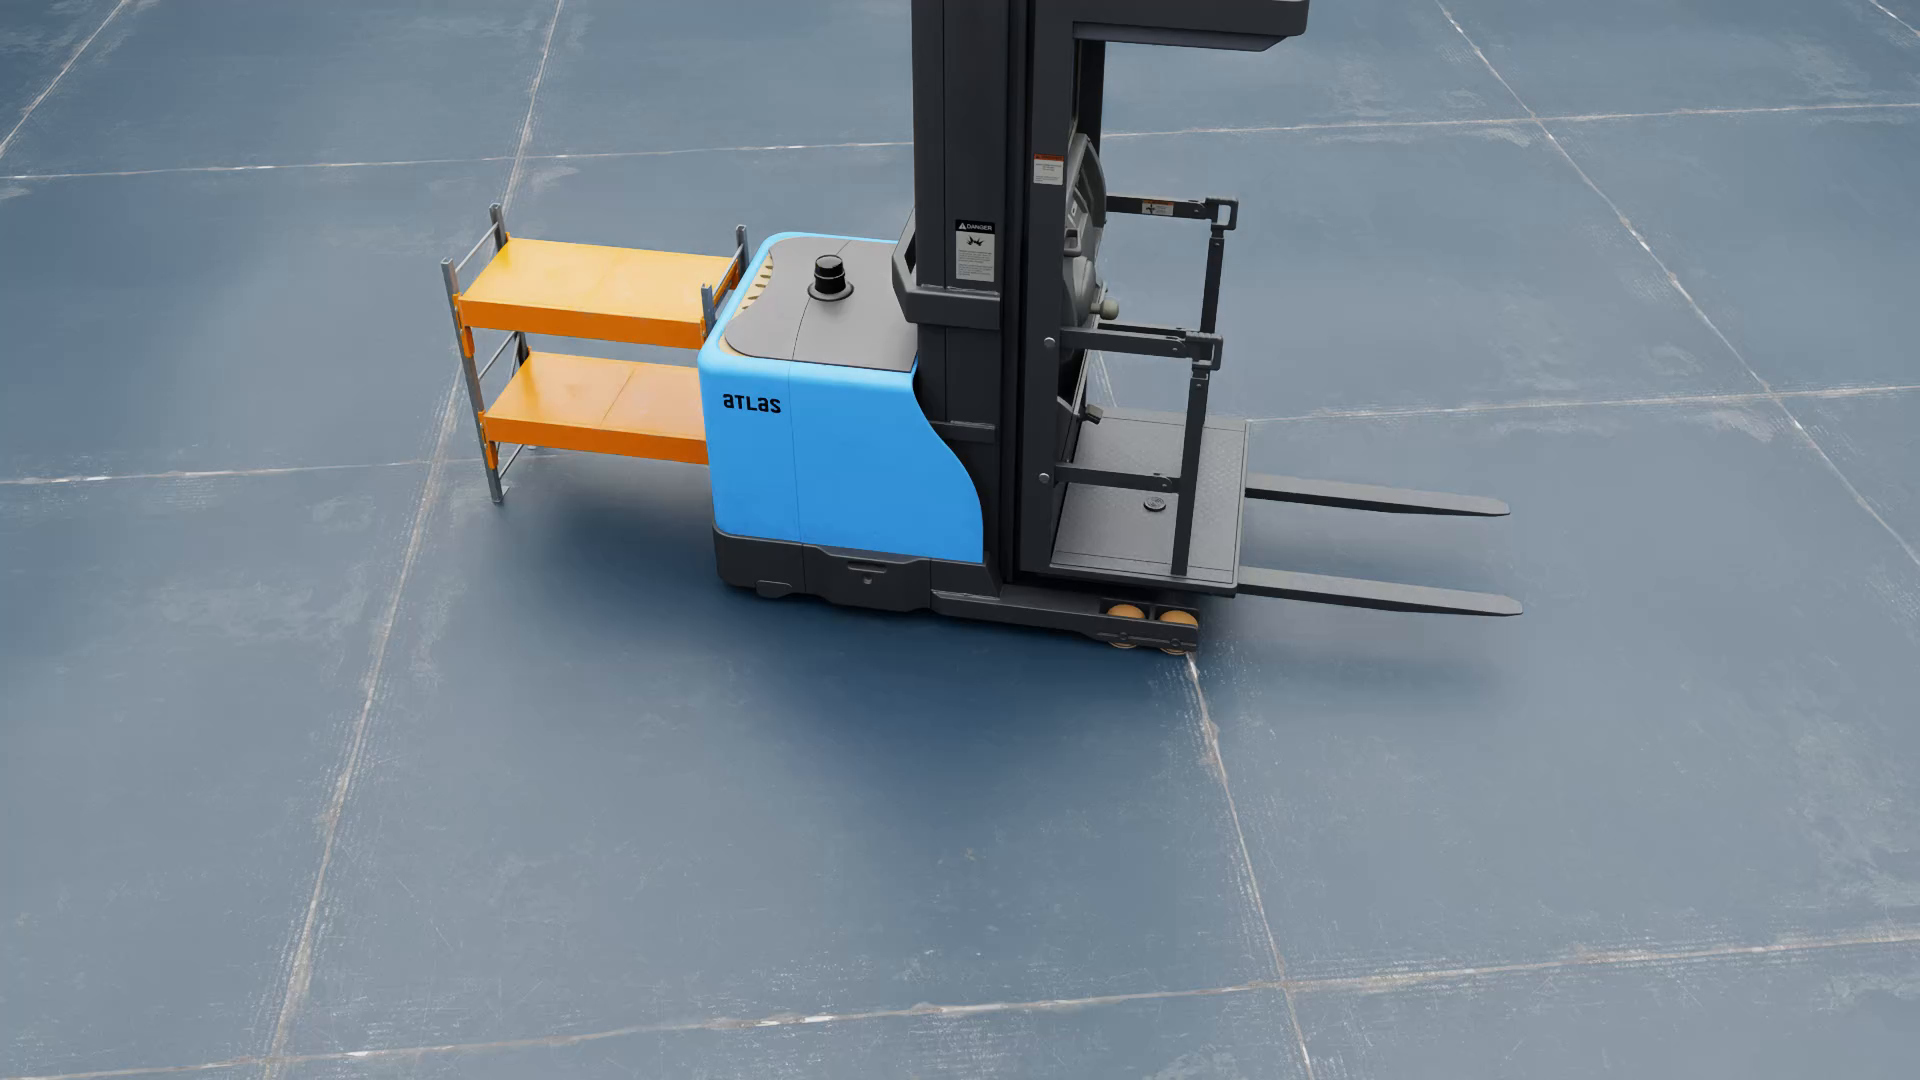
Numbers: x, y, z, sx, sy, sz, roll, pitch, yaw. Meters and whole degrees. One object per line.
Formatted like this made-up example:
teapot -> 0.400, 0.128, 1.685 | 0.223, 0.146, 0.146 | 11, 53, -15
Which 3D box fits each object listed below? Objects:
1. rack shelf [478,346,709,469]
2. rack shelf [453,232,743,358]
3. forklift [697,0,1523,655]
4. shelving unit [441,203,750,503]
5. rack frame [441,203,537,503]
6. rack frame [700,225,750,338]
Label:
rack shelf -> -1.394, -0.501, 6.872 | 1.000, 0.278, 0.538 | 7, 39, 8
rack shelf -> -1.394, -0.923, 6.539 | 1.000, 0.278, 0.538 | 7, 39, 8
forklift -> 0.620, -1.080, 5.753 | 3.031, 2.935, 1.130 | 6, 39, 8
shelving unit -> -1.394, -0.693, 6.720 | 1.048, 1.125, 0.538 | 7, 39, 8
rack frame -> -1.894, -0.750, 6.793 | 0.032, 1.125, 0.500 | 7, 39, 8
rack frame -> -0.894, -0.636, 6.648 | 0.032, 1.125, 0.500 | 7, 39, 8
